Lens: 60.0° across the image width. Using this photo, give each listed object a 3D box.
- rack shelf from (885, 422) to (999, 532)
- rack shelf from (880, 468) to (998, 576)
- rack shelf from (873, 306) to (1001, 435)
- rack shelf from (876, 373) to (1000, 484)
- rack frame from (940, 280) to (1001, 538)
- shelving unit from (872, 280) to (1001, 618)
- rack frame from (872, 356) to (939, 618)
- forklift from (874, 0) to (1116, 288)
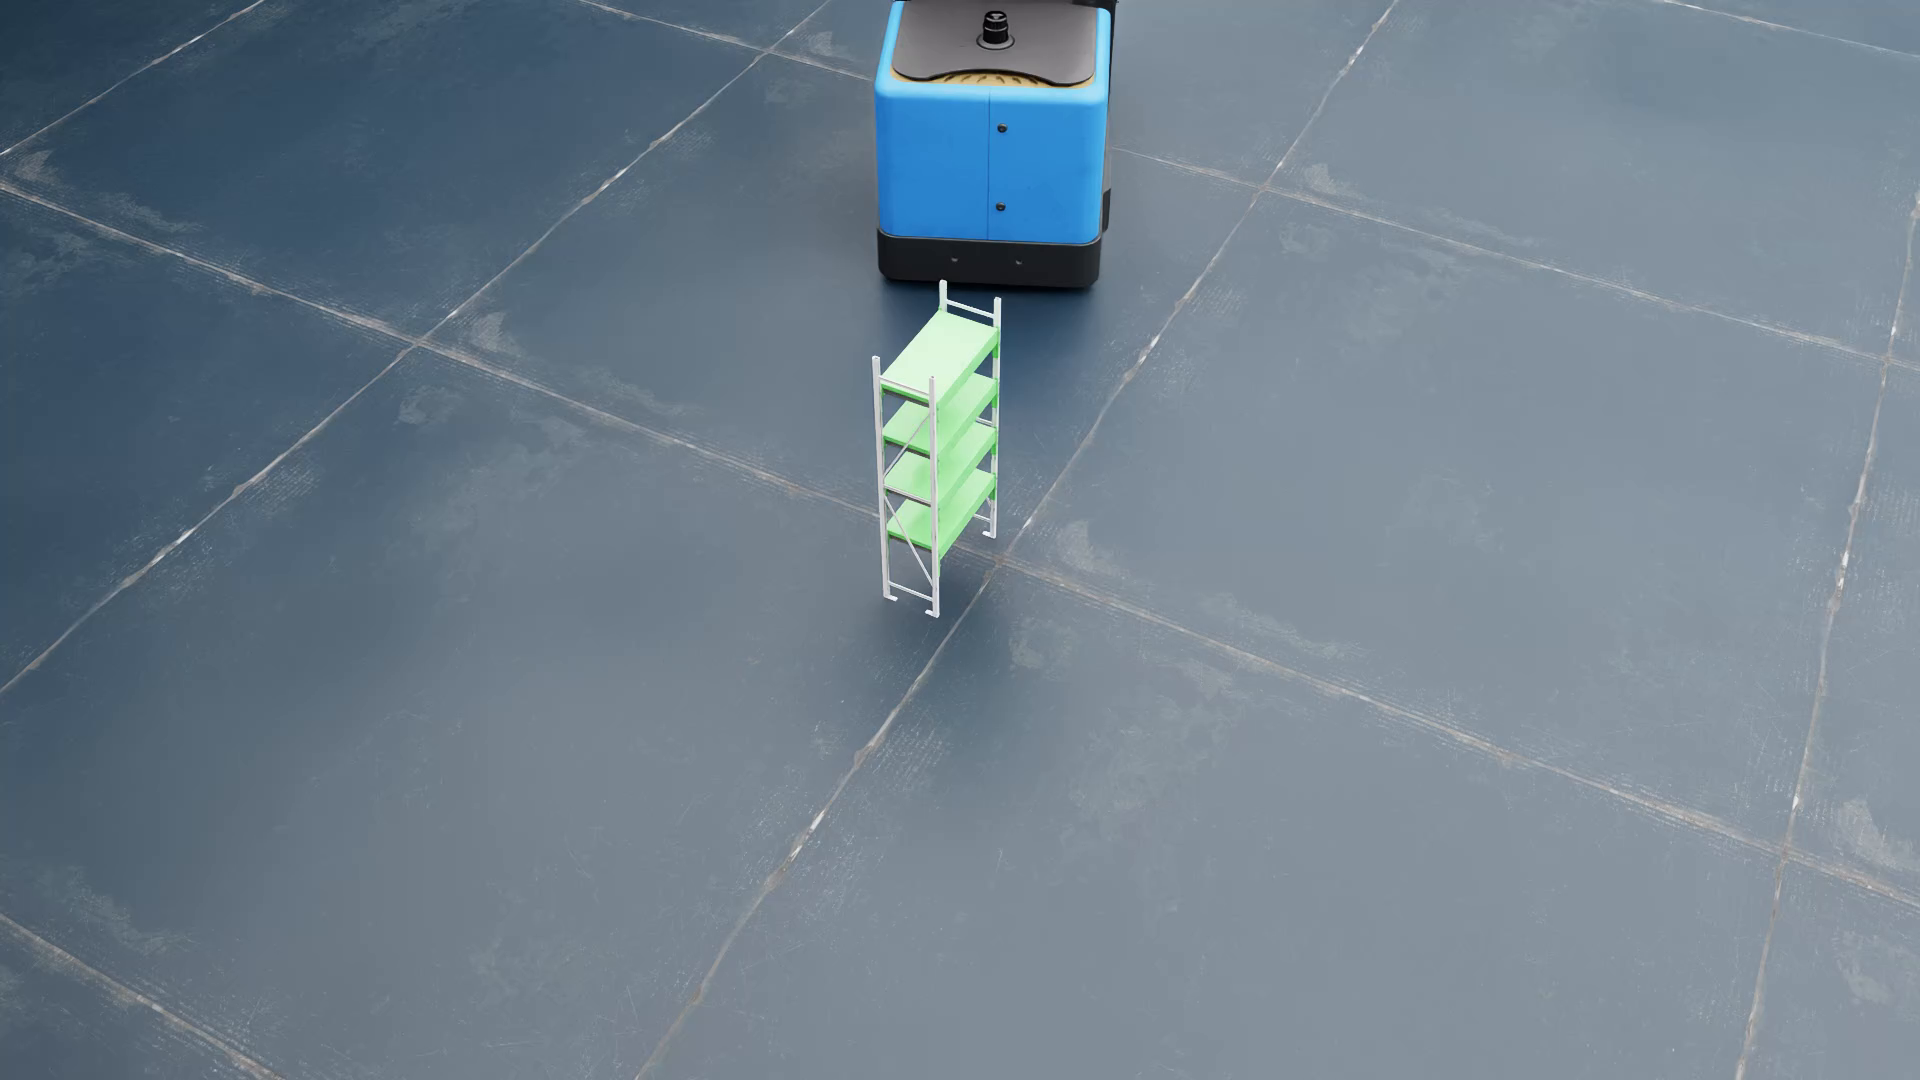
[{"bbox_3d":[-0.077,-0.273,6.266,0.258,0.148,0.480,20,49,19],"label":"rack shelf"},{"bbox_3d":[-0.077,-0.104,6.436,0.258,0.148,0.480,20,49,19],"label":"rack shelf"},{"bbox_3d":[-0.077,-0.610,5.924,0.258,0.148,0.480,20,49,19],"label":"rack shelf"},{"bbox_3d":[-0.077,-0.441,6.095,0.258,0.148,0.480,20,49,19],"label":"rack shelf"},{"bbox_3d":[0.036,-0.471,6.372,0.240,1.200,0.015,20,49,19],"label":"rack frame"},{"bbox_3d":[-0.077,-0.317,6.220,0.258,1.200,0.503,20,49,19],"label":"shelving unit"},{"bbox_3d":[-0.190,-0.164,6.068,0.240,1.200,0.015,20,49,19],"label":"rack frame"},{"bbox_3d":[0.243,-3.262,7.913,1.130,2.935,3.031,3,45,3],"label":"forklift"}]
